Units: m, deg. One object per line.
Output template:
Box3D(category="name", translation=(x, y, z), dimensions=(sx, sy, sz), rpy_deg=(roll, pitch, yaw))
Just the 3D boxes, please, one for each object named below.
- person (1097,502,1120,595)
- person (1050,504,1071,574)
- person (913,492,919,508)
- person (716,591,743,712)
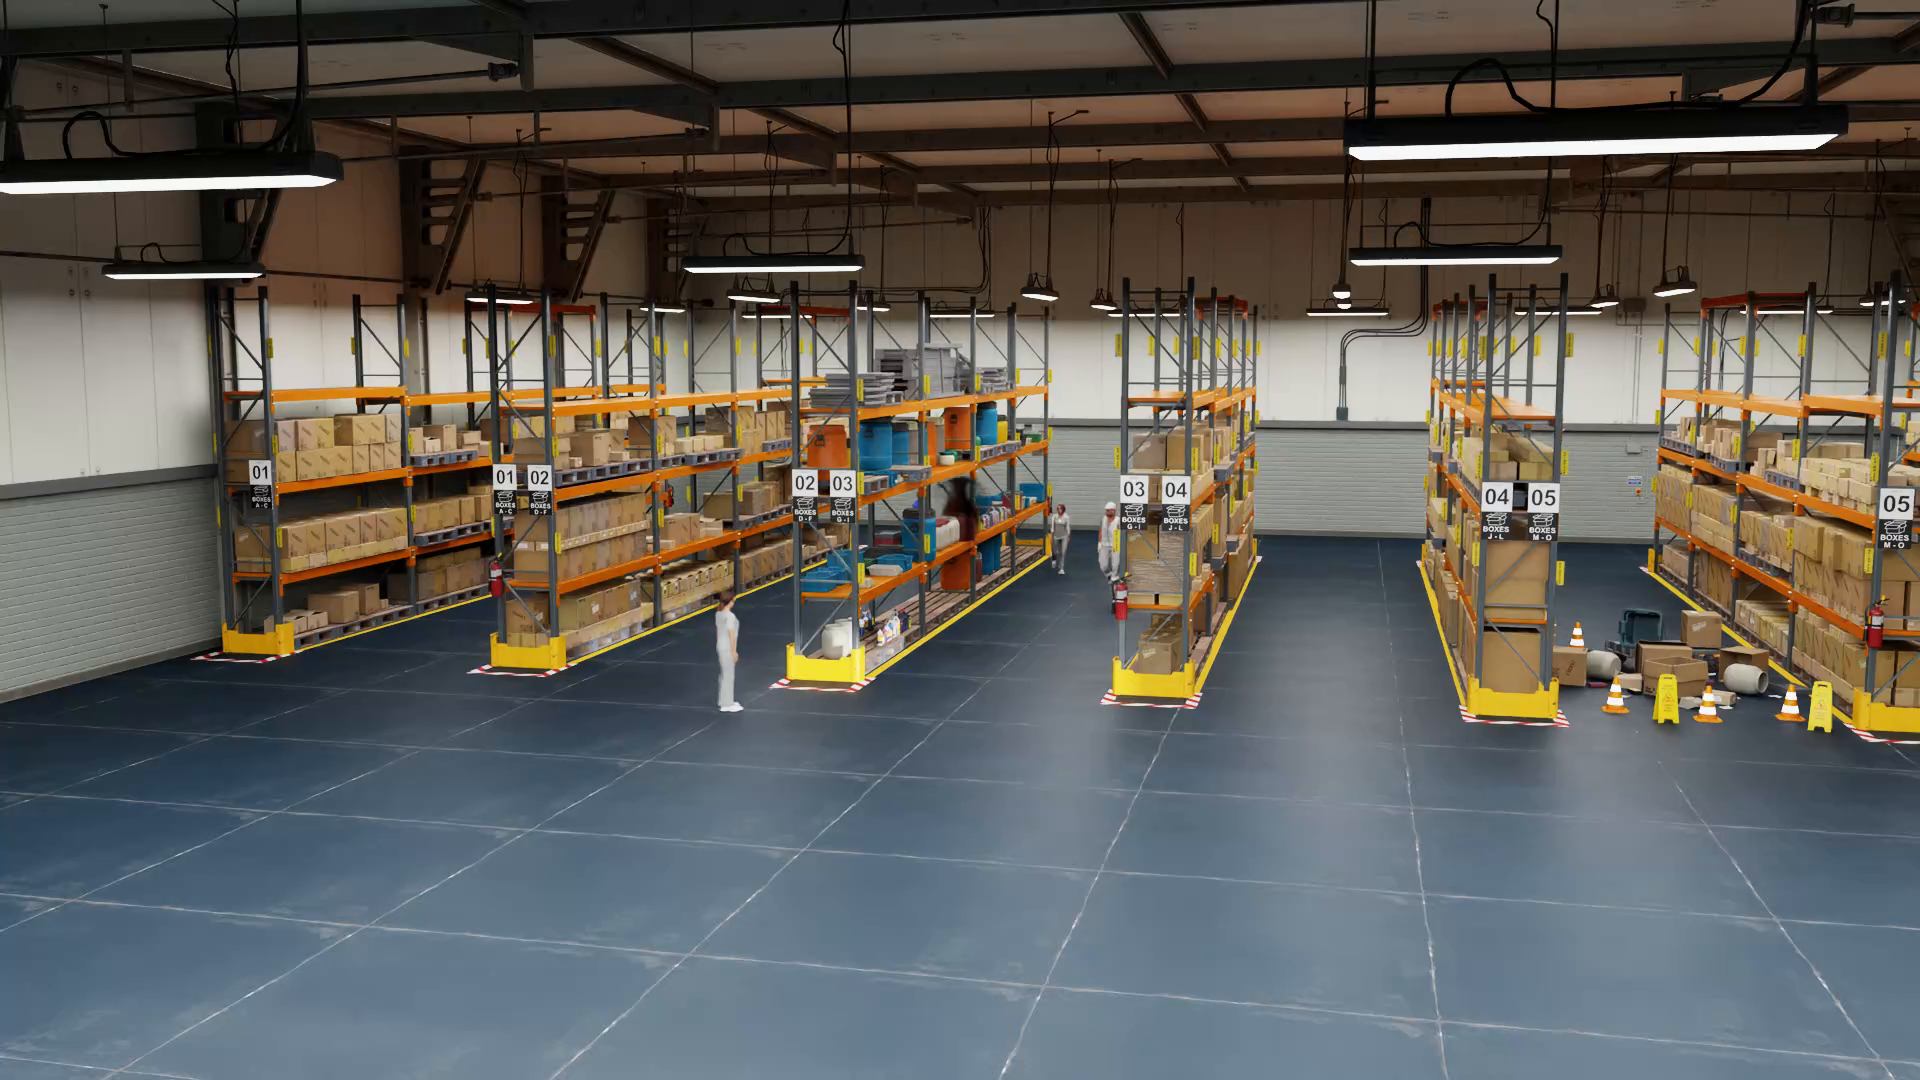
Box3D(category="person", translation=(2.920, 0.157, 32.029), dimensions=(0.596, 1.783, 0.592), rpy_deg=(1, 7, 12))
Box3D(category="person", translation=(2.240, -0.043, 37.085), dimensions=(0.454, 1.567, 0.688), rpy_deg=(0, 7, 1))
Box3D(category="person", translation=(-0.934, -0.297, 39.438), dimensions=(0.385, 1.555, 0.497), rpy_deg=(4, 8, 32))
Box3D(category="person", translation=(-3.212, 1.538, 23.103), dimensions=(0.371, 1.689, 0.569), rpy_deg=(-3, 7, -21))
